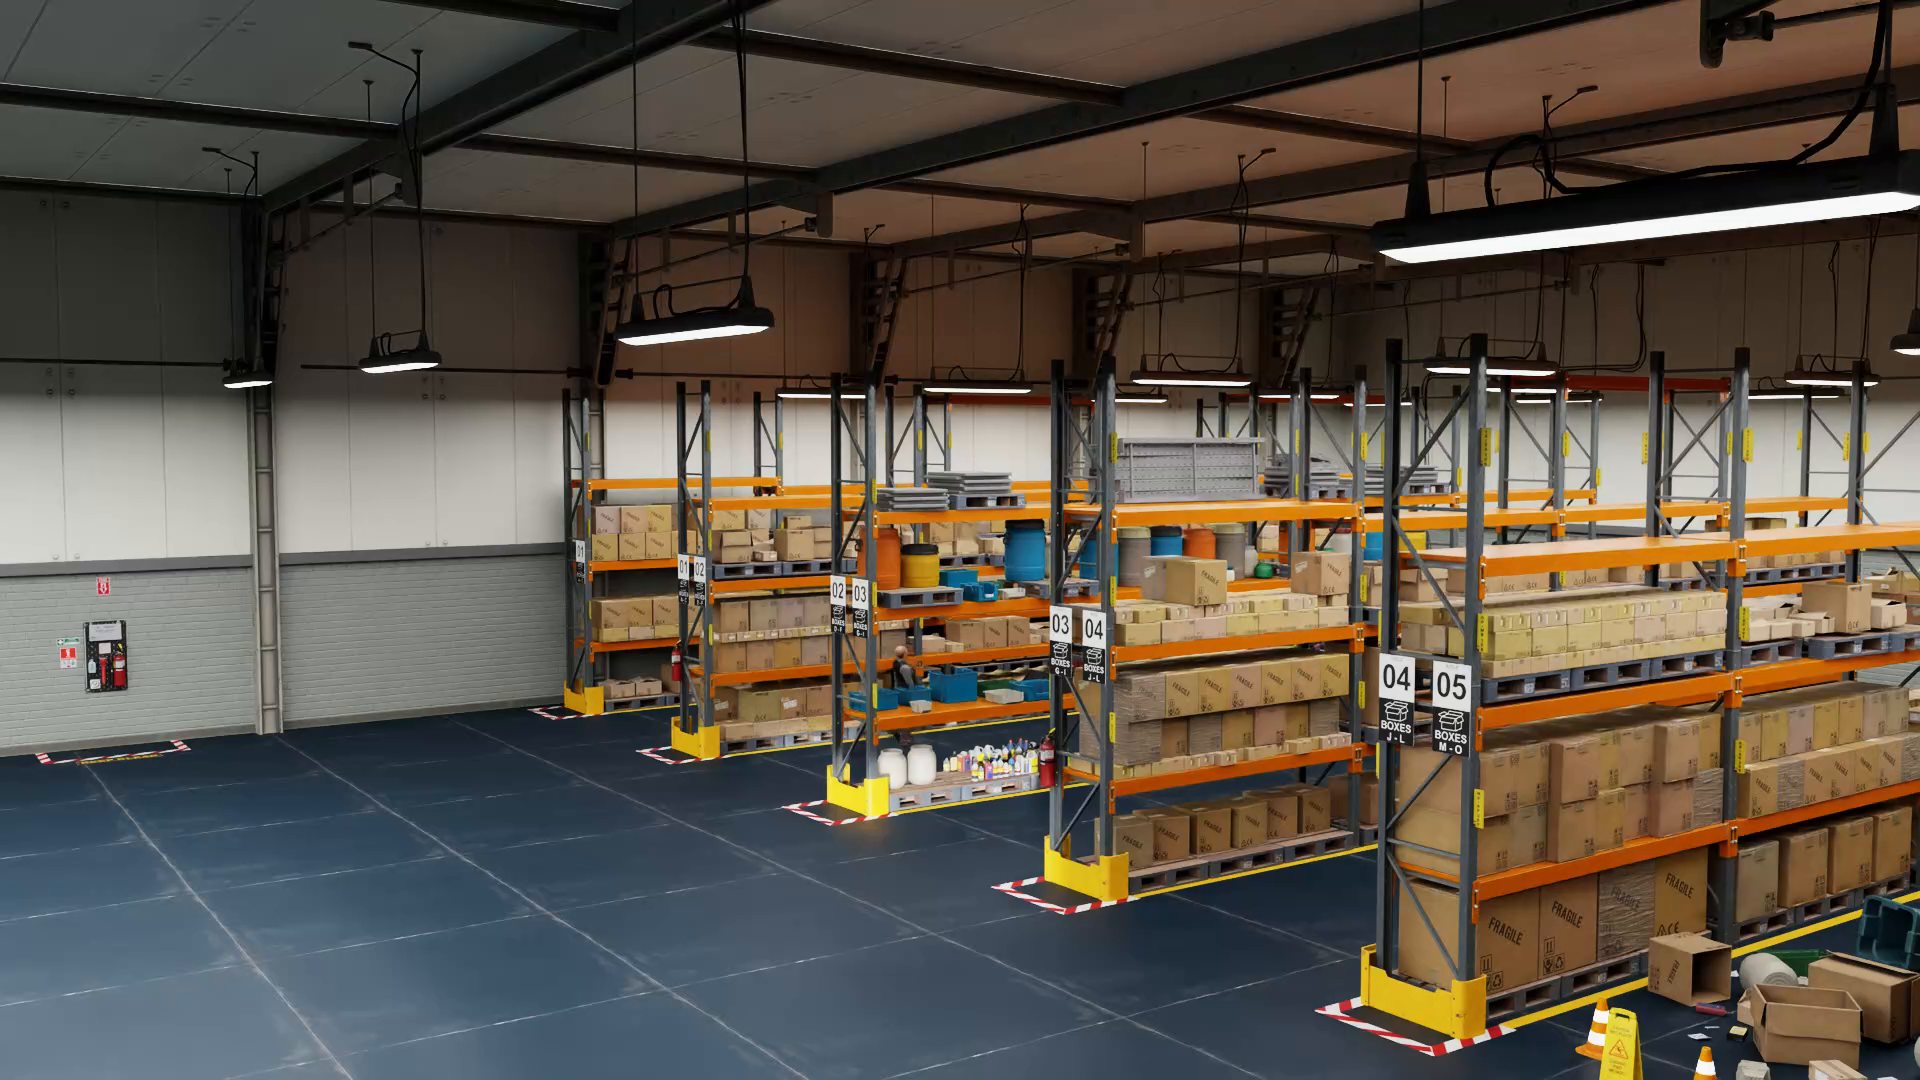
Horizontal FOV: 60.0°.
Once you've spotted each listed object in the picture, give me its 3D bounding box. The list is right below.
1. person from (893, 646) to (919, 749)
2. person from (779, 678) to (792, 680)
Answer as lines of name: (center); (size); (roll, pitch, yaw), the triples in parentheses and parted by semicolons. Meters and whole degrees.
person: (-0.862, 2.586, 27.141); (0.520, 1.750, 0.529); (1, 4, 15)
person: (-3.356, 2.398, 30.843); (0.437, 1.610, 0.445); (1, 4, 15)
